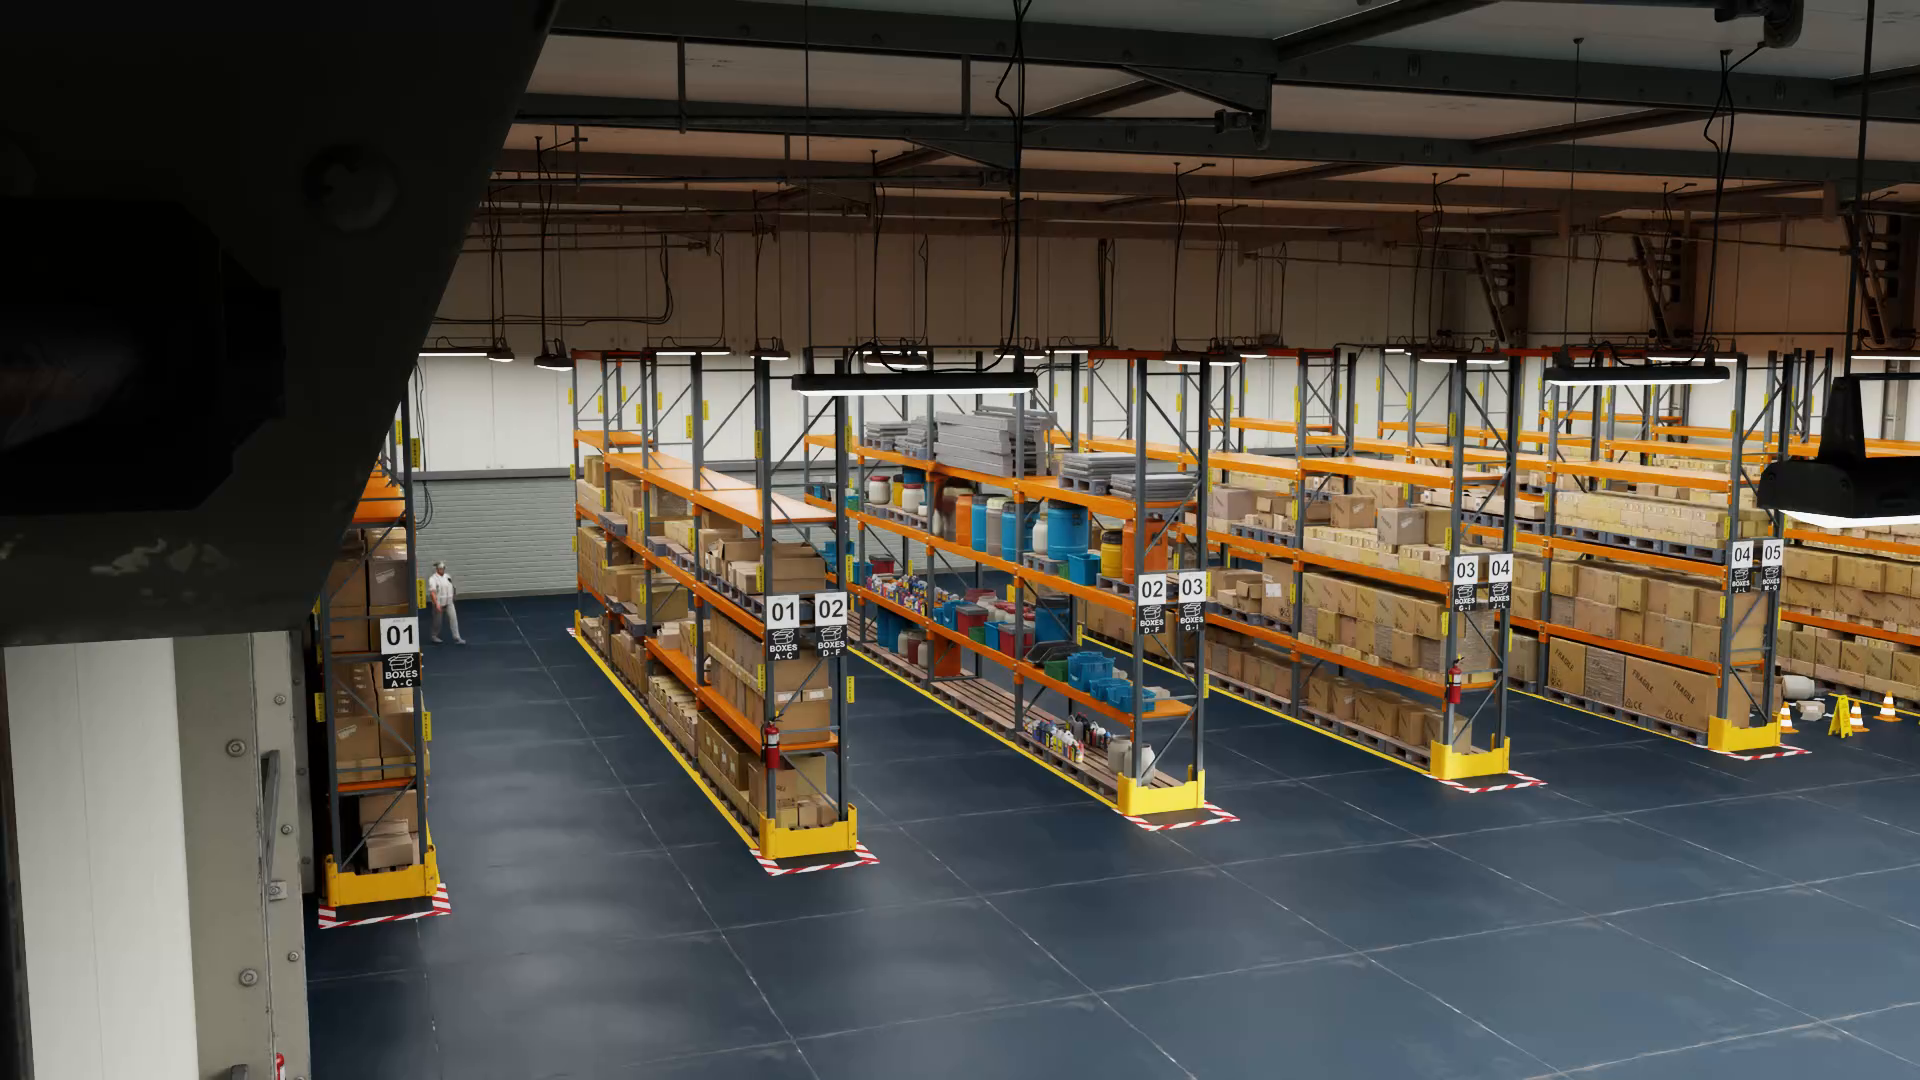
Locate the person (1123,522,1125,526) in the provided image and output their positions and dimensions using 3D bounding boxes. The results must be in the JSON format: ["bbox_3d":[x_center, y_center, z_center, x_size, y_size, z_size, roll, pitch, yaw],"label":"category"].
[{"bbox_3d":[4.160,0.378,40.768,0.536,1.727,1.056,-3,8,-23],"label":"person"}]

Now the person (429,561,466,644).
[{"bbox_3d":[-10.472,1.265,33.776,0.590,1.698,1.026,-7,10,-44],"label":"person"}]
